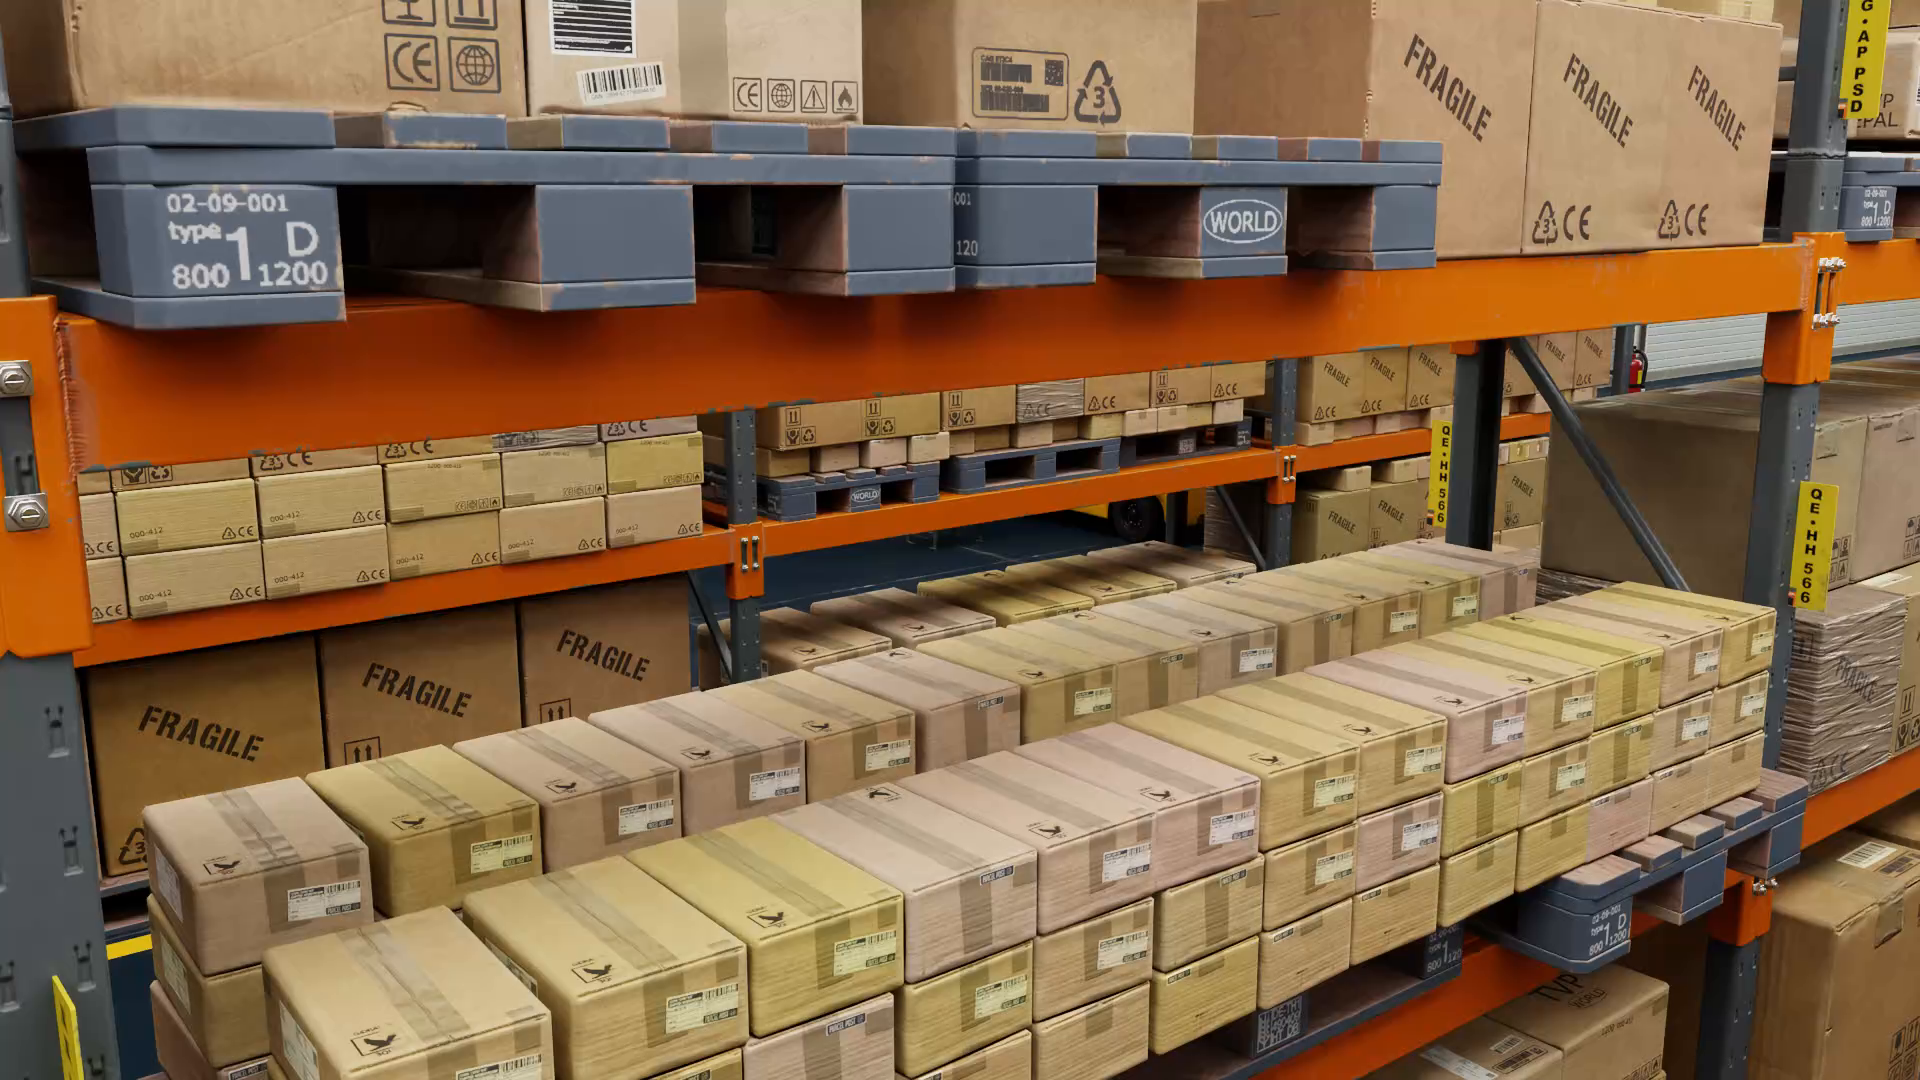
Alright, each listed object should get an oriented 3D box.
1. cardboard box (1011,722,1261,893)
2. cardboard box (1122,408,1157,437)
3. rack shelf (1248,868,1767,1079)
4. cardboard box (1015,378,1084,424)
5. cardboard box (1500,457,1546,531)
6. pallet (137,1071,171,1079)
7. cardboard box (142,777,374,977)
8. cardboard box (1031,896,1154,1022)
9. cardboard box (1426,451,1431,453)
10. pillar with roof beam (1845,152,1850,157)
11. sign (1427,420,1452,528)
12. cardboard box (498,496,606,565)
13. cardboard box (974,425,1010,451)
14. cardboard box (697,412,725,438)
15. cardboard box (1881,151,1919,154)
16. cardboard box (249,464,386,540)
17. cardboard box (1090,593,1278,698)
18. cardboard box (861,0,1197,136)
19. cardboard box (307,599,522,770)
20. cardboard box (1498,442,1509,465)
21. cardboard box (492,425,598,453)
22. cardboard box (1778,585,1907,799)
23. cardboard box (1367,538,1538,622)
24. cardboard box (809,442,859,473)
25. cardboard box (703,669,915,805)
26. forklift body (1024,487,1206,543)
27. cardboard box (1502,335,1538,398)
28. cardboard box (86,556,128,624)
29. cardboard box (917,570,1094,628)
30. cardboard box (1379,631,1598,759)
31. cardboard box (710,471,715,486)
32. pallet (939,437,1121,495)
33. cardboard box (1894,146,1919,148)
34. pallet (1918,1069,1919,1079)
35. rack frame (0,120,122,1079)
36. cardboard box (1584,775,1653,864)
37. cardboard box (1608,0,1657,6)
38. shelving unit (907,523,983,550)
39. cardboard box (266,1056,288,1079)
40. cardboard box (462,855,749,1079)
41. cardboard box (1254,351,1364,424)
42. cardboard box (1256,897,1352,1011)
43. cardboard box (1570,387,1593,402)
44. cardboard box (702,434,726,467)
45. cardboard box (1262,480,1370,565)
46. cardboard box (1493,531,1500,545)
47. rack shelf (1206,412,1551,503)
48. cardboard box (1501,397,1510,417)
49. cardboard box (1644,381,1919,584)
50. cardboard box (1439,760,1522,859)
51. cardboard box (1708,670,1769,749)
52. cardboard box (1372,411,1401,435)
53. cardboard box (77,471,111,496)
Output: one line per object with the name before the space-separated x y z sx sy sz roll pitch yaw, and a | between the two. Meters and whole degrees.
cardboard box | 0.301 0.459 2.909 0.250 0.149 0.380 -9 15 -36
cardboard box | 0.951 -0.718 9.882 0.250 0.149 0.380 -9 15 -37
rack shelf | 0.259 1.069 3.605 4.000 0.370 1.077 -9 15 -38
cardboard box | 0.354 -0.955 9.438 0.500 0.500 0.500 -10 16 -40
cardboard box | 4.028 -0.383 12.514 0.500 0.500 0.500 -9 15 -36
pallet | -0.615 0.995 2.684 1.213 0.211 1.003 -9 15 -38
cardboard box | -1.111 0.519 2.623 0.250 0.149 0.380 -9 15 -35
cardboard box | 0.106 0.635 2.793 0.250 0.149 0.380 -9 15 -35
cardboard box | 3.670 -0.466 12.905 0.500 0.500 0.500 -10 16 -40
pillar with roof beam | 17.431 -6.803 24.501 0.400 9.000 9.100 -9 15 -38
sign | 1.471 -0.198 5.054 0.005 0.325 0.100 -9 15 -38
cardboard box | -1.972 -0.082 7.656 0.500 0.250 0.500 -9 15 -37
cardboard box | 0.067 -0.605 9.352 0.250 0.149 0.380 -9 15 -35
cardboard box | -1.169 -0.836 8.877 0.500 0.500 0.500 -10 16 -39
cardboard box | 3.687 -1.521 6.200 0.250 0.149 0.380 -9 15 -38
cardboard box | -2.760 -0.195 6.983 0.500 0.250 0.500 -10 16 -39
cardboard box | 0.519 0.249 3.898 0.250 0.149 0.380 -9 15 -35
cardboard box | -0.015 -0.926 2.786 0.637 0.503 0.797 -10 15 -38
cardboard box | -2.641 0.693 7.749 0.875 0.875 0.875 -9 15 -37
cardboard box | 3.784 -0.644 12.182 0.250 0.149 0.380 -9 15 -35
cardboard box | -1.986 -0.693 7.522 0.500 0.500 0.500 -9 15 -37
cardboard box | 2.340 0.394 4.810 0.500 0.500 0.500 -9 15 -37
cardboard box | 1.335 0.113 4.536 0.250 0.149 0.380 -9 15 -38
cardboard box | -0.739 -0.458 8.658 0.250 0.149 0.380 -11 16 -41
cardboard box | -0.300 0.386 3.253 0.250 0.149 0.380 -10 16 -39
forklift body | 1.451 -1.218 14.686 1.214 2.155 2.313 -9 15 -38
cardboard box | 3.858 -1.321 12.172 0.500 0.500 0.500 -10 15 -38
cardboard box | -3.562 0.178 6.428 0.500 0.250 0.500 -10 16 -39
cardboard box | 0.264 0.481 9.955 0.625 0.372 0.950 -9 15 -36
cardboard box | 1.116 0.323 3.546 0.250 0.149 0.380 -9 15 -36
cardboard box | -2.342 -0.531 14.113 0.625 0.625 0.875 -10 15 -38
pallet | 0.170 -0.502 9.733 1.213 0.211 1.003 -9 15 -38
cardboard box | 3.315 -1.410 5.291 0.500 0.311 0.500 -10 15 -39
pallet | 2.483 1.731 5.467 1.213 0.211 1.003 -9 15 -38
rack frame | -1.303 0.977 2.308 0.127 3.000 1.000 -9 15 -38
cardboard box | 1.327 0.579 3.775 0.250 0.149 0.380 -9 15 -37
cardboard box | 1.276 -1.270 3.581 0.258 0.266 0.396 -9 15 -38
shelving unit | -0.129 -1.006 13.810 0.503 2.100 0.431 -9 15 -38
cardboard box | -0.708 0.772 2.149 0.250 0.149 0.380 -9 15 -37
cardboard box | -0.494 0.589 2.294 0.250 0.149 0.380 -9 15 -36
cardboard box | 2.291 -1.058 10.931 0.500 0.500 0.500 -9 15 -38
cardboard box | 0.507 0.715 3.134 0.250 0.149 0.380 -10 16 -40
cardboard box | 4.609 -1.113 12.755 0.250 0.149 0.380 -10 15 -38
cardboard box | -1.242 -0.495 8.834 0.250 0.149 0.380 -9 15 -36
cardboard box | 2.402 -0.111 11.235 0.500 0.500 0.500 -9 15 -35
cardboard box | 3.619 0.053 12.269 0.500 0.250 0.500 -10 16 -40
rack shelf | 3.335 -0.759 12.213 4.000 0.370 1.077 -9 15 -38
cardboard box | 3.783 -0.987 12.160 0.250 0.149 0.380 -10 15 -38
cardboard box | 2.571 -0.203 5.215 0.500 0.500 0.700 -10 15 -38
cardboard box | 0.917 0.501 3.425 0.250 0.149 0.380 -10 15 -38
cardboard box | 1.719 0.367 4.055 0.250 0.149 0.380 -9 15 -37
cardboard box | 2.787 -0.824 11.394 0.250 0.149 0.380 -9 15 -36
cardboard box | -3.571 -0.432 6.295 0.500 0.500 0.500 -10 15 -38
